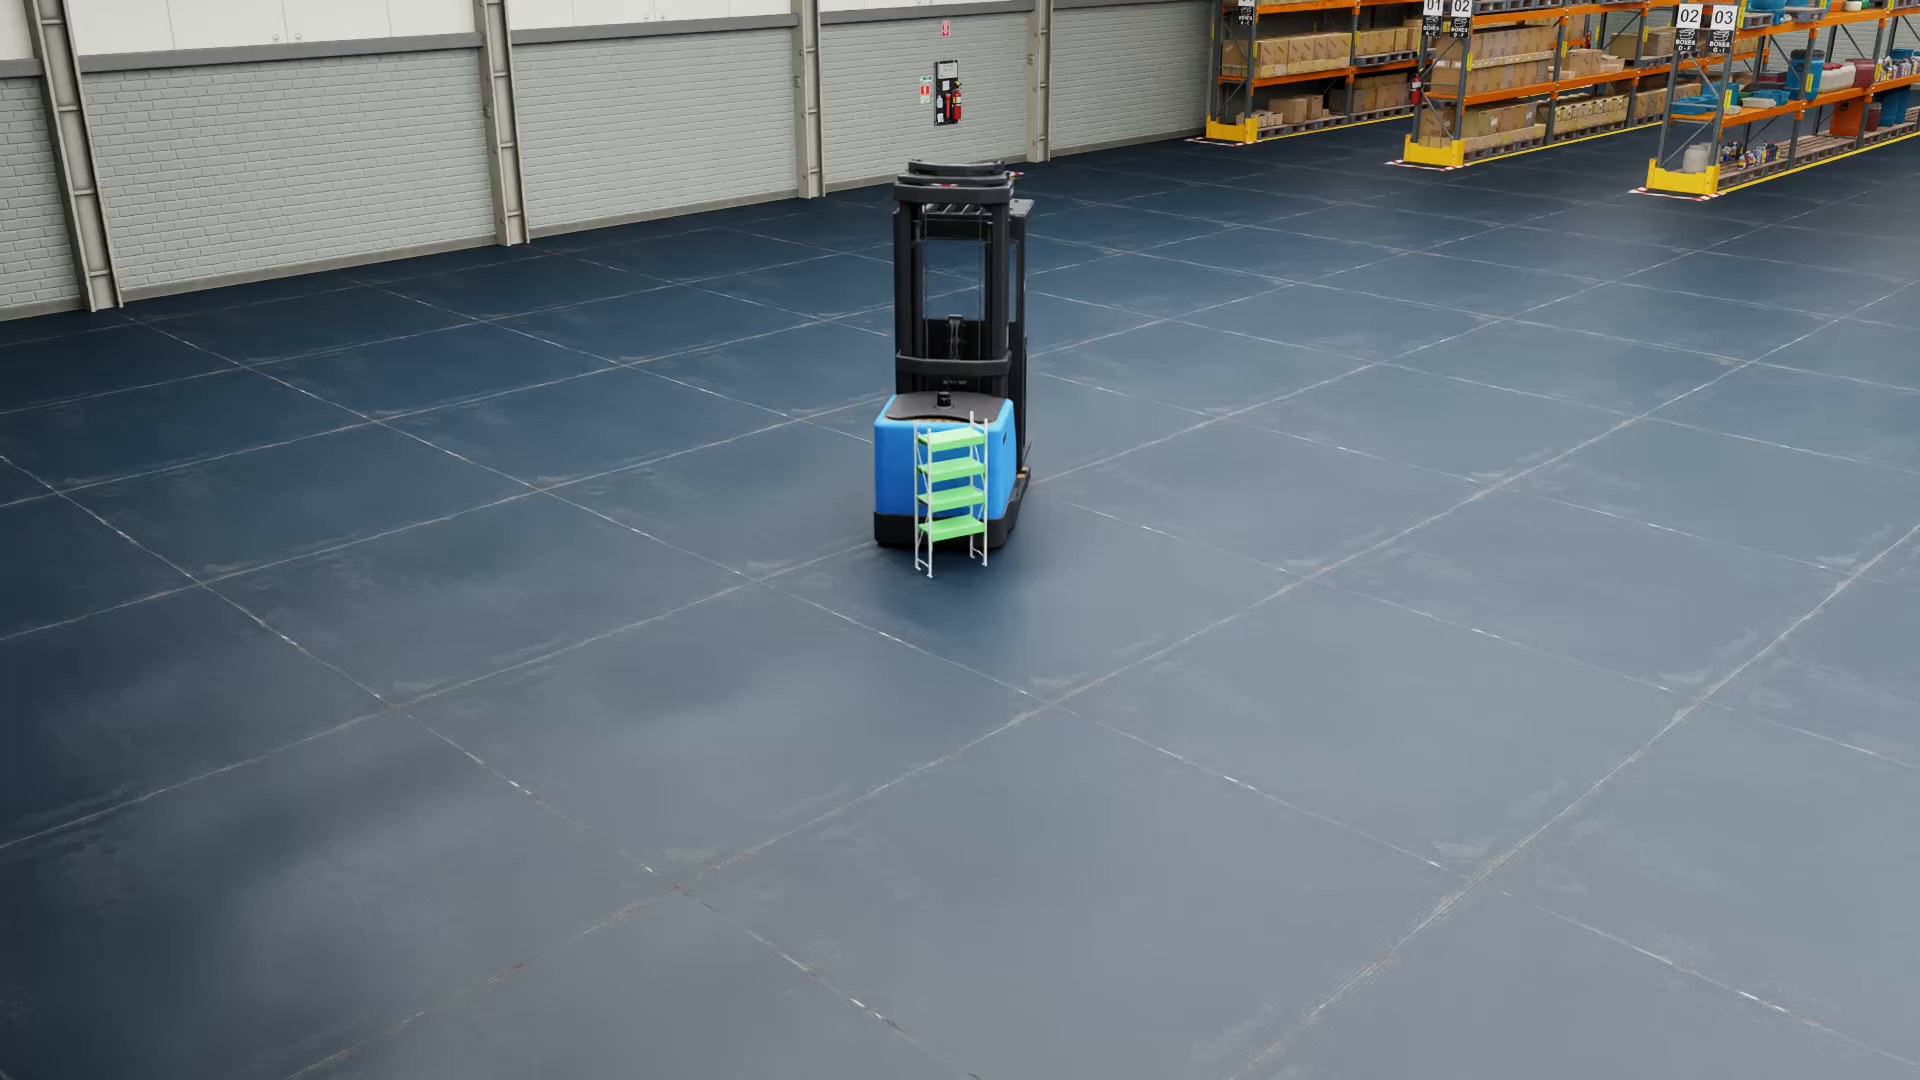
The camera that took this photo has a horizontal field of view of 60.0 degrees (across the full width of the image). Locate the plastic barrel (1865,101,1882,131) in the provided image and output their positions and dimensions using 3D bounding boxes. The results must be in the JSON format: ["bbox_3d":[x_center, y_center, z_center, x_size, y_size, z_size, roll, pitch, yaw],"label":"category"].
[{"bbox_3d":[19.674,-9.224,36.169,0.600,0.588,0.708,19,28,41],"label":"plastic barrel"}]

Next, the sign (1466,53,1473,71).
[{"bbox_3d":[9.823,-9.219,32.061,0.100,0.325,0.005,19,28,41],"label":"sign"}]

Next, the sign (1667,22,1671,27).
[{"bbox_3d":[17.407,-12.541,40.814,0.100,0.325,0.005,19,28,41],"label":"sign"}]

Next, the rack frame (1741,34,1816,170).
[{"bbox_3d":[15.767,-8.705,32.043,1.000,3.000,0.127,19,28,41],"label":"rack frame"}]

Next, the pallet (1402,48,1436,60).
[{"bbox_3d":[11.038,-11.914,40.658,1.213,0.211,1.003,19,28,41],"label":"pallet"}]

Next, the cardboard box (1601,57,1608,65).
[{"bbox_3d":[14.248,-10.751,37.490,0.500,0.311,0.500,19,28,40],"label":"cardboard box"}]

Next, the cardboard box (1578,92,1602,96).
[{"bbox_3d":[14.435,-10.088,38.104,0.500,0.311,0.500,-19,28,-40],"label":"cardboard box"}]

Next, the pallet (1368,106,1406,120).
[{"bbox_3d":[10.062,-10.399,40.336,1.003,0.211,1.213,19,28,41],"label":"pallet"}]

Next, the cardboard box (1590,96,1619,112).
[{"bbox_3d":[14.464,-9.817,37.401,0.500,0.311,0.500,19,28,40],"label":"cardboard box"}]

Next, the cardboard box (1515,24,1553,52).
[{"bbox_3d":[11.915,-10.483,34.719,0.700,0.500,0.500,19,28,41],"label":"cardboard box"}]

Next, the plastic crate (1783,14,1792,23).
[{"bbox_3d":[14.937,-9.469,30.215,0.243,0.136,0.396,19,28,41],"label":"plastic crate"}]

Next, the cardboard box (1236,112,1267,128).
[{"bbox_3d":[6.425,-9.262,36.626,0.500,0.311,0.500,15,26,35],"label":"cardboard box"}]

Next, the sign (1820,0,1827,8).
[{"bbox_3d":[16.153,-9.969,31.138,0.100,0.325,0.005,19,28,41],"label":"sign"}]

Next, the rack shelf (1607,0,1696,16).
[{"bbox_3d":[16.406,-12.553,38.874,1.077,0.370,4.000,19,28,41],"label":"rack shelf"}]

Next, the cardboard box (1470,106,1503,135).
[{"bbox_3d":[10.650,-8.523,33.771,0.500,0.500,0.500,19,28,41],"label":"cardboard box"}]

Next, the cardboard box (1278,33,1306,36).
[{"bbox_3d":[7.476,-11.147,37.531,0.500,0.500,0.500,-19,28,-41],"label":"cardboard box"}]

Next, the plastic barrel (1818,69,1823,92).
[{"bbox_3d":[16.591,-8.960,32.516,0.433,0.535,0.433,0,21,0],"label":"plastic barrel"}]

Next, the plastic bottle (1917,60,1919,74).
[{"bbox_3d":[21.175,-10.454,36.756,0.061,0.283,0.133,19,28,41],"label":"plastic bottle"}]

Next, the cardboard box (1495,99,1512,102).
[{"bbox_3d":[11.329,-9.037,35.109,0.500,0.500,0.500,19,28,41],"label":"cardboard box"}]

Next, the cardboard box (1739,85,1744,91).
[{"bbox_3d":[19.704,-11.515,42.571,0.500,0.250,0.500,19,28,41],"label":"cardboard box"}]

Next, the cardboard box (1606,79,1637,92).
[{"bbox_3d":[15.531,-10.678,39.000,0.500,0.250,0.500,-19,28,-40],"label":"cardboard box"}]

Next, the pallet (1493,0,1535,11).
[{"bbox_3d":[10.793,-10.767,33.349,1.003,0.211,1.213,19,28,41],"label":"pallet"}]

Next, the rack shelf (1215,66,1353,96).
[{"bbox_3d":[7.273,-10.335,37.286,1.077,0.370,4.000,19,28,41],"label":"rack shelf"}]

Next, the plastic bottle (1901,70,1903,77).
[{"bbox_3d":[20.381,-10.133,36.033,0.097,0.201,0.097,0,21,0],"label":"plastic bottle"}]

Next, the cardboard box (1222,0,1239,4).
[{"bbox_3d":[5.988,-11.784,35.703,0.500,0.500,0.500,-18,27,-38],"label":"cardboard box"}]

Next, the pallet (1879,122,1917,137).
[{"bbox_3d":[20.779,-9.272,37.405,1.003,0.211,1.213,19,28,41],"label":"pallet"}]

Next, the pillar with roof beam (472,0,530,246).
[{"bbox_3d":[-3.726,-7.649,20.933,9.100,9.000,0.400,19,28,41],"label":"pillar with roof beam"}]

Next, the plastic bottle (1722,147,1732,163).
[{"bbox_3d":[14.602,-7.347,31.693,0.152,0.276,0.135,19,28,41],"label":"plastic bottle"}]

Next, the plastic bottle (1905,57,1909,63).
[{"bbox_3d":[20.837,-10.457,36.668,0.144,0.351,0.185,19,28,41],"label":"plastic bottle"}]

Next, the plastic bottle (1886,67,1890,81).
[{"bbox_3d":[19.700,-9.911,35.342,0.061,0.283,0.133,19,28,41],"label":"plastic bottle"}]

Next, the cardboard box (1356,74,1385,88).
[{"bbox_3d":[9.835,-11.016,39.879,0.500,0.250,0.500,18,28,39],"label":"cardboard box"}]

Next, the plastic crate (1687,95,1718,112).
[{"bbox_3d":[13.568,-7.977,30.355,0.499,0.251,0.408,19,28,41],"label":"plastic crate"}]

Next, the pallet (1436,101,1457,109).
[{"bbox_3d":[12.063,-11.095,42.148,1.003,0.211,1.213,19,28,41],"label":"pallet"}]

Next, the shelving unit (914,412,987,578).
[{"bbox_3d":[-0.071,-0.346,12.802,0.503,1.200,0.258,-11,24,-27],"label":"shelving unit"}]

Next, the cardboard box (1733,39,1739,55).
[{"bbox_3d":[19.057,-12.373,41.444,0.500,0.500,0.500,19,28,40],"label":"cardboard box"}]

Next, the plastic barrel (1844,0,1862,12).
[{"bbox_3d":[17.837,-10.684,33.202,0.301,0.262,0.301,0,21,0],"label":"plastic barrel"}]

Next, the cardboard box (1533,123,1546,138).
[{"bbox_3d":[12.053,-8.685,35.236,0.500,0.250,0.500,19,28,41],"label":"cardboard box"}]

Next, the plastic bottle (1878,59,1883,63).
[{"bbox_3d":[20.496,-10.586,37.109,0.152,0.276,0.135,19,28,41],"label":"plastic bottle"}]

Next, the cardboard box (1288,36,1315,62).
[{"bbox_3d":[7.495,-10.885,36.850,0.500,0.500,0.500,-19,28,-40],"label":"cardboard box"}]

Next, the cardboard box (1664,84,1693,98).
[{"bbox_3d":[17.311,-10.718,40.149,0.500,0.500,0.500,19,28,41],"label":"cardboard box"}]

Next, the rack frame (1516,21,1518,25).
[{"bbox_3d":[14.249,-13.241,43.844,1.000,3.000,0.127,19,28,41],"label":"rack frame"}]

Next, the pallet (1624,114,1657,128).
[{"bbox_3d":[15.559,-9.855,38.921,1.003,0.211,1.213,19,28,41],"label":"pallet"}]

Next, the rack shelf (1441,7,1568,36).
[{"bbox_3d":[10.825,-10.496,33.524,1.077,0.370,4.000,19,28,41],"label":"rack shelf"}]

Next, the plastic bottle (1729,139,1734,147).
[{"bbox_3d":[14.906,-7.571,32.170,0.185,0.351,0.144,-19,28,-41],"label":"plastic bottle"}]

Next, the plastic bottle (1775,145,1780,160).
[{"bbox_3d":[15.667,-7.437,31.915,0.133,0.283,0.061,-18,28,-39],"label":"plastic bottle"}]

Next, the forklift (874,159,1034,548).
[{"bbox_3d":[0.033,-1.796,14.163,1.130,2.935,3.031,3,21,8],"label":"forklift"}]

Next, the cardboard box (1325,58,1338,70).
[{"bbox_3d":[8.202,-10.801,37.675,0.500,0.250,0.500,19,28,41],"label":"cardboard box"}]

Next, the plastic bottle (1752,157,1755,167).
[{"bbox_3d":[14.842,-7.104,31.163,0.097,0.201,0.097,0,21,0],"label":"plastic bottle"}]

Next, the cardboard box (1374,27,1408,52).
[{"bbox_3d":[10.285,-12.016,39.904,0.700,0.500,0.500,19,28,41],"label":"cardboard box"}]

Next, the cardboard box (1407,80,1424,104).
[{"bbox_3d":[10.994,-11.054,41.023,0.500,0.500,0.700,-20,29,-41],"label":"cardboard box"}]

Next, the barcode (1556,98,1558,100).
[{"bbox_3d":[12.697,-9.394,35.368,0.001,0.075,0.075,19,28,41],"label":"barcode"}]

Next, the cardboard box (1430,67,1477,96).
[{"bbox_3d":[9.765,-9.081,32.882,0.700,0.500,0.500,19,28,41],"label":"cardboard box"}]

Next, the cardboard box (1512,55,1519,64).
[{"bbox_3d":[11.114,-9.777,33.787,0.250,0.149,0.380,-19,28,-40],"label":"cardboard box"}]
